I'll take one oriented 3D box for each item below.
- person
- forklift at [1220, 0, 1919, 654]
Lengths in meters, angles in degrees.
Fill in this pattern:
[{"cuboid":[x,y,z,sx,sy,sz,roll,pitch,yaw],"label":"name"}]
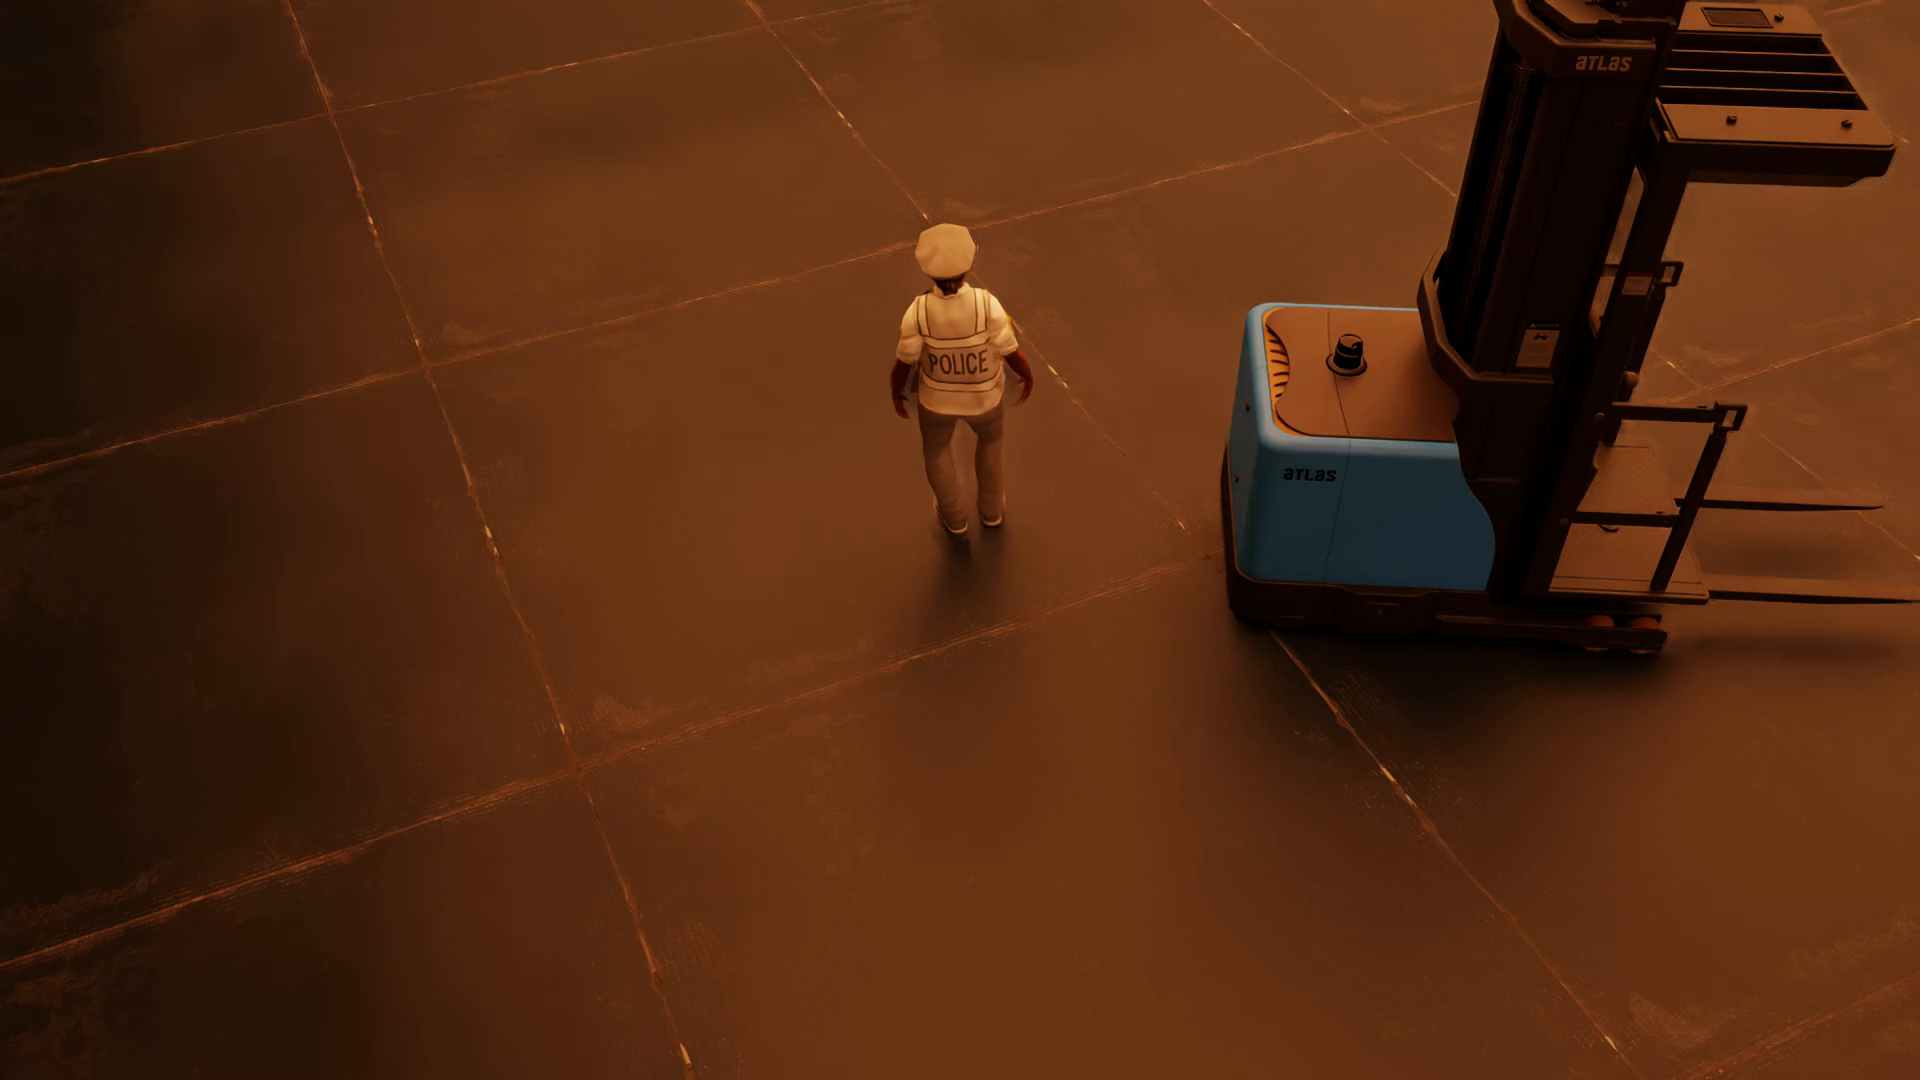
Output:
[{"cuboid":[0.010,-0.690,7.354,0.621,1.672,0.493,1,43,1],"label":"person"},{"cuboid":[2.741,-0.951,6.700,3.031,2.935,1.130,3,43,3],"label":"forklift"}]
